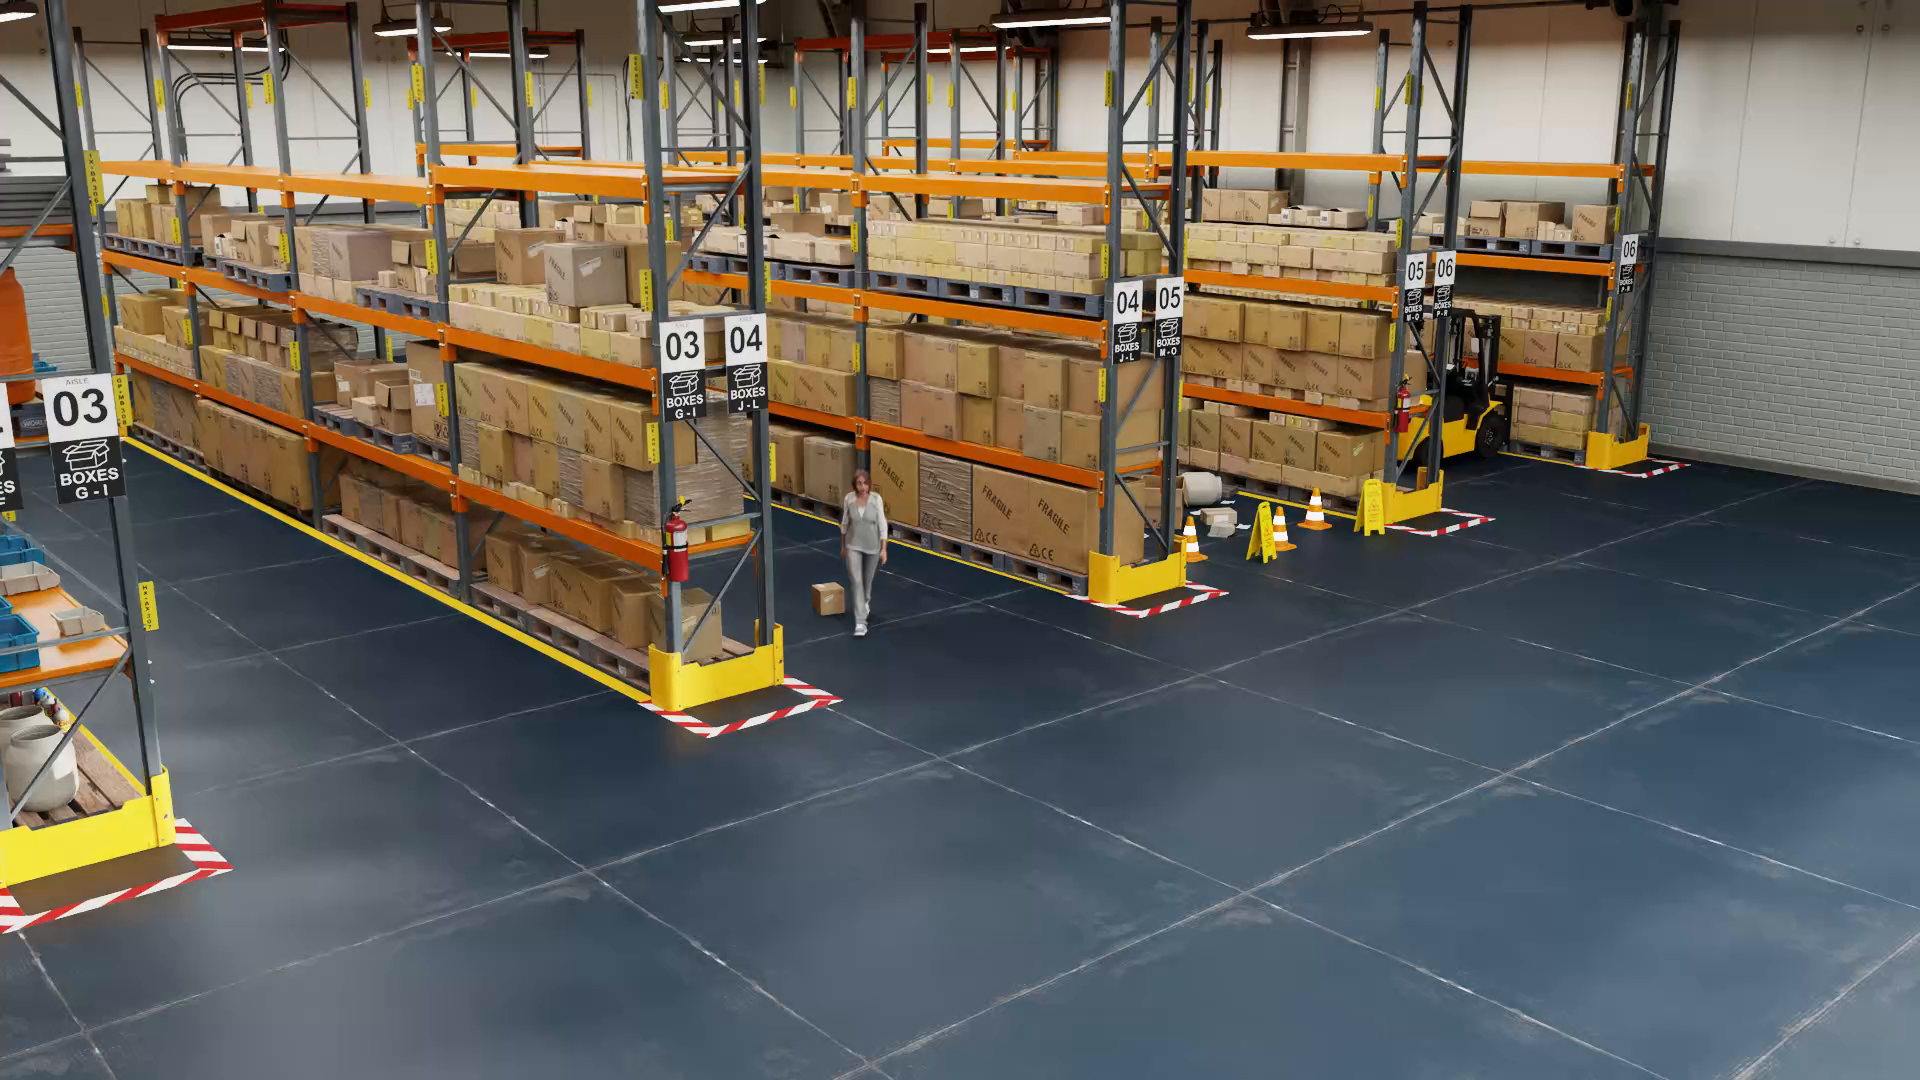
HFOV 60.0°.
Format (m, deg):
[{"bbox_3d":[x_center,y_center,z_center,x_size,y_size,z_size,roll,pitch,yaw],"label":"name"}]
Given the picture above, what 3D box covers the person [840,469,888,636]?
[{"bbox_3d":[-0.906,0.068,15.773,0.443,1.533,0.983,-2,14,-7],"label":"person"}]
